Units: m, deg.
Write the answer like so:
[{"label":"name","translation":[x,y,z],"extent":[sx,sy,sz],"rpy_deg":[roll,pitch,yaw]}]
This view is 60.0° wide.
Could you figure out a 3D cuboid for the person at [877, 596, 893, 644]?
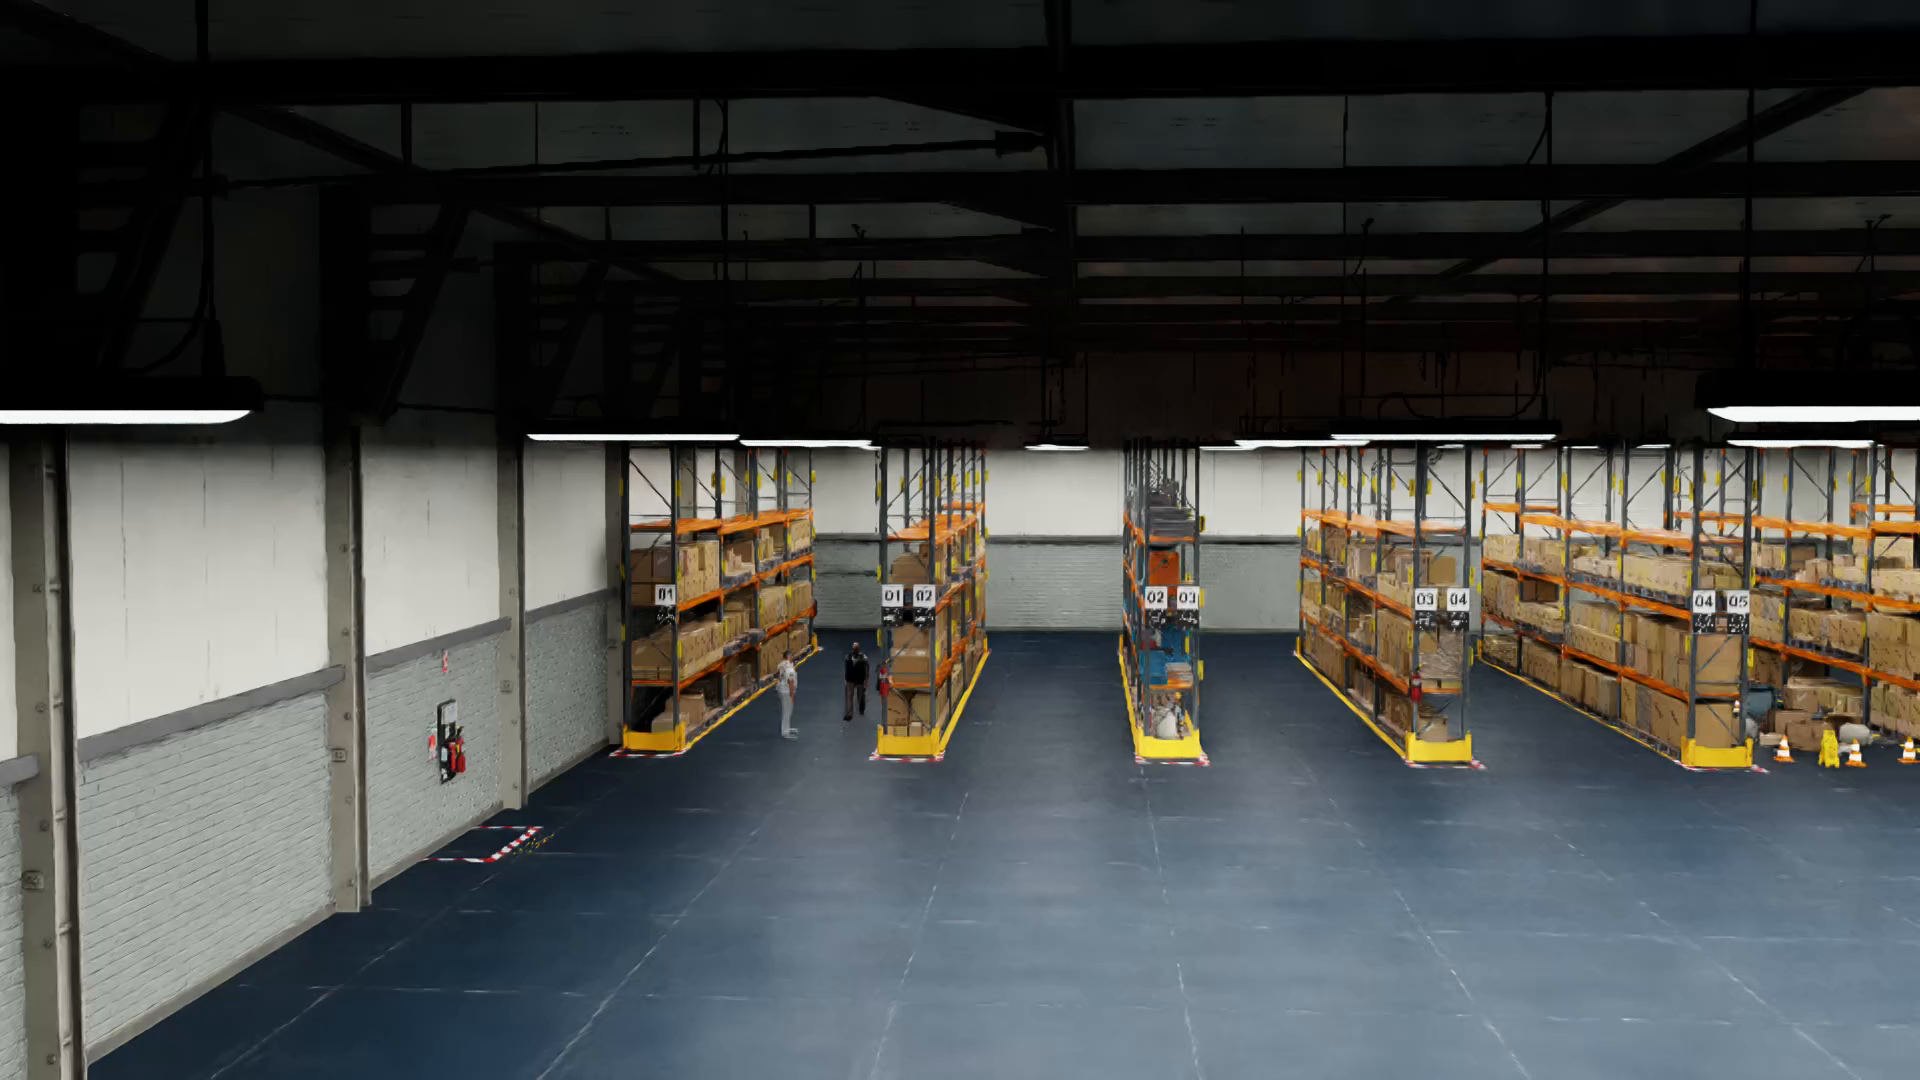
[{"label":"person","translation":[-2.093,2.199,49.169],"extent":[0.563,1.762,0.733],"rpy_deg":[3,4,41]}]

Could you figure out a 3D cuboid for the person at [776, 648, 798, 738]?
[{"label":"person","translation":[-3.418,3.048,33.265],"extent":[0.490,1.768,0.628],"rpy_deg":[-1,3,-25]}]

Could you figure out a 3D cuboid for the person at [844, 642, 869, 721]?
[{"label":"person","translation":[-2.206,2.990,35.480],"extent":[0.543,1.649,1.119],"rpy_deg":[0,3,2]}]

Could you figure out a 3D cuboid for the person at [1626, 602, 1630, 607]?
[{"label":"person","translation":[18.496,2.450,46.218],"extent":[0.388,1.588,0.481],"rpy_deg":[-1,3,-22]}]
